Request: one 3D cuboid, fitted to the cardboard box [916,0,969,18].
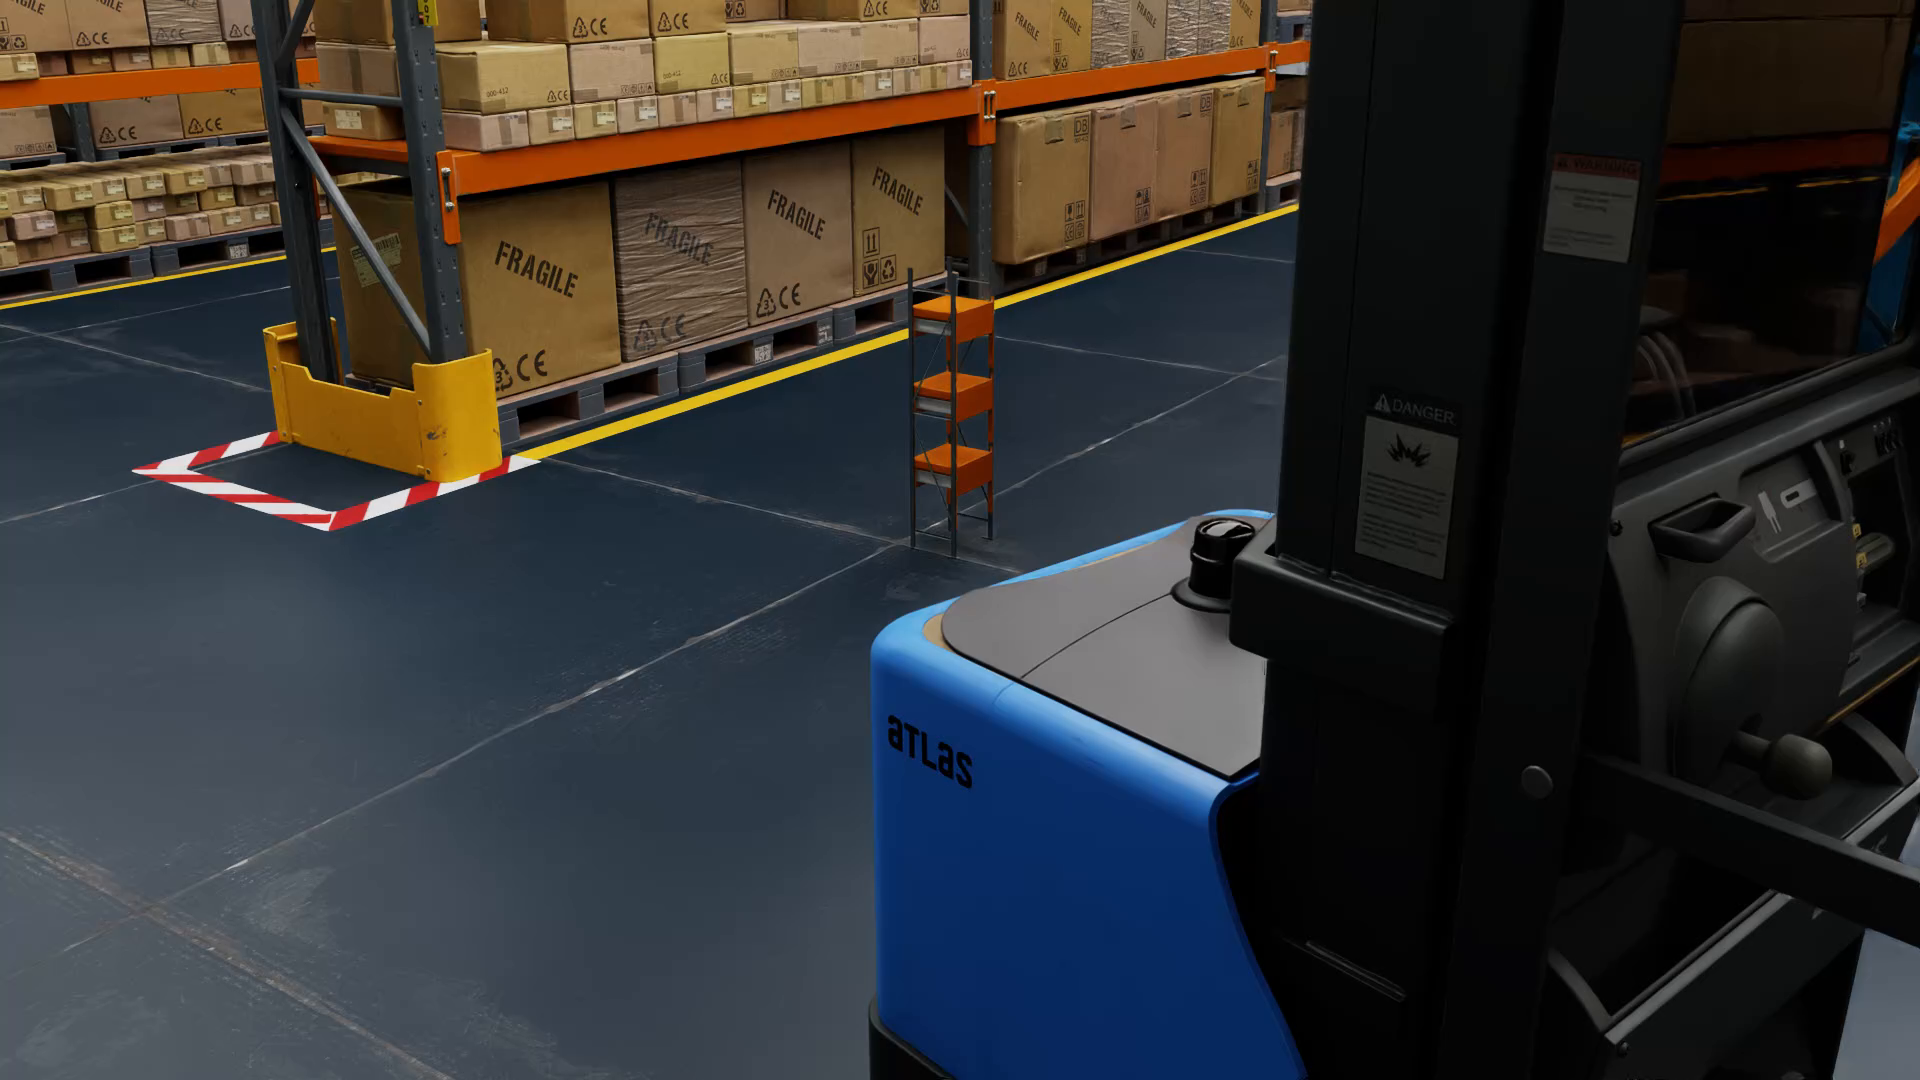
[{"bbox_3d":[-0.293,-3.189,9.269,0.500,0.500,0.500,14,25,33],"label":"cardboard box"}]

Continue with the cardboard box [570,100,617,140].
[{"bbox_3d":[-1.745,-1.872,7.363,0.380,0.149,0.250,13,24,31],"label":"cardboard box"}]

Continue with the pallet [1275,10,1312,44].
[{"bbox_3d":[2.306,-4.235,13.667,1.213,0.211,1.003,13,24,32],"label":"pallet"}]

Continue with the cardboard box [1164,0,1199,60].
[{"bbox_3d":[1.346,-3.665,11.706,0.500,0.500,0.500,12,24,30],"label":"cardboard box"}]

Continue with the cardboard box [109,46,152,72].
[{"bbox_3d":[-5.424,-3.099,10.682,0.380,0.149,0.250,13,24,31],"label":"cardboard box"}]

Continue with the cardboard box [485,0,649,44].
[{"bbox_3d":[-1.730,-2.454,7.282,0.500,0.500,0.500,13,24,31],"label":"cardboard box"}]

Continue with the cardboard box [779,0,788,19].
[{"bbox_3d":[-1.019,-3.146,9.152,0.500,0.500,0.500,13,24,32],"label":"cardboard box"}]

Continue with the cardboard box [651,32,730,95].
[{"bbox_3d":[-1.439,-2.253,7.819,0.500,0.250,0.500,12,24,30],"label":"cardboard box"}]

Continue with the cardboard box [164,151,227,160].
[{"bbox_3d":[-5.394,-2.649,11.748,0.380,0.149,0.250,12,24,30],"label":"cardboard box"}]

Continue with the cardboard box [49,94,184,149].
[{"bbox_3d":[-8.169,-4.279,15.966,0.875,0.875,0.875,14,25,33],"label":"cardboard box"}]

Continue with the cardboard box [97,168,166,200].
[{"bbox_3d":[-5.436,-2.339,10.910,0.380,0.149,0.250,14,25,34],"label":"cardboard box"}]

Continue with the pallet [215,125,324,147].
[{"bbox_3d":[-7.395,-4.165,17.219,1.003,0.211,1.213,13,24,32],"label":"pallet"}]

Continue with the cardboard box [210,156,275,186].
[{"bbox_3d":[-4.958,-2.546,11.471,0.380,0.149,0.250,12,24,30],"label":"cardboard box"}]

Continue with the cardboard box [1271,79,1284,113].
[{"bbox_3d":[2.345,-3.684,13.788,0.500,0.250,0.500,14,25,34],"label":"cardboard box"}]

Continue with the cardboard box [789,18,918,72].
[{"bbox_3d":[-0.575,-2.695,9.013,0.500,0.250,0.500,14,25,33],"label":"cardboard box"}]

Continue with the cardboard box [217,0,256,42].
[{"bbox_3d":[-4.912,-3.650,11.235,0.500,0.500,0.500,13,24,32],"label":"cardboard box"}]

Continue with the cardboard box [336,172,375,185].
[{"bbox_3d":[-4.493,-2.635,12.140,0.380,0.149,0.250,12,24,30],"label":"cardboard box"}]

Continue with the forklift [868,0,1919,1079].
[{"bbox_3d":[1.184,0.046,1.916,1.130,2.935,3.031,-17,26,-38],"label":"forklift"}]

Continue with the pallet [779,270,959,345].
[{"bbox_3d":[-0.747,-1.441,9.858,1.003,0.211,1.213,13,24,32],"label":"pallet"}]

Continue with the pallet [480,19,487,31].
[{"bbox_3d":[-3.751,-4.049,13.165,1.003,0.211,1.213,13,24,32],"label":"pallet"}]

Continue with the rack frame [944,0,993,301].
[{"bbox_3d":[-0.255,-2.952,9.922,1.000,3.000,0.127,13,24,32],"label":"rack frame"}]

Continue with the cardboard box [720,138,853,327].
[{"bbox_3d":[-1.198,-1.721,9.050,0.875,0.875,0.875,13,24,32],"label":"cardboard box"}]

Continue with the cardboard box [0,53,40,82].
[{"bbox_3d":[-5.792,-2.860,10.035,0.380,0.149,0.250,12,24,30],"label":"cardboard box"}]

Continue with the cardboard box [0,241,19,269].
[{"bbox_3d":[-5.990,-1.749,10.172,0.380,0.149,0.250,14,24,33],"label":"cardboard box"}]

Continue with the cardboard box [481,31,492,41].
[{"bbox_3d":[-2.165,-2.210,7.703,0.500,0.250,0.500,13,24,31],"label":"cardboard box"}]

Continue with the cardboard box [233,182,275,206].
[{"bbox_3d":[-5.009,-2.432,11.592,0.380,0.149,0.250,12,23,29],"label":"cardboard box"}]

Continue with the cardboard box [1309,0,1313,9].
[{"bbox_3d":[3.126,-4.663,14.157,0.500,0.250,0.500,12,24,30],"label":"cardboard box"}]

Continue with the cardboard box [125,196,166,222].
[{"bbox_3d":[-5.473,-2.203,10.971,0.380,0.149,0.250,12,23,29],"label":"cardboard box"}]

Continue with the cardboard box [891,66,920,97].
[{"bbox_3d":[-0.445,-2.535,9.158,0.380,0.149,0.250,13,24,31],"label":"cardboard box"}]

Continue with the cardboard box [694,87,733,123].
[{"bbox_3d":[-1.311,-2.094,7.963,0.380,0.149,0.250,13,24,31],"label":"cardboard box"}]

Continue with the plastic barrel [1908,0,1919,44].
[{"bbox_3d":[6.100,-3.390,10.910,0.600,0.536,0.708,13,24,32],"label":"plastic barrel"}]

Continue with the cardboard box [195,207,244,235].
[{"bbox_3d":[-5.131,-2.195,11.379,0.380,0.149,0.250,13,24,32],"label":"cardboard box"}]

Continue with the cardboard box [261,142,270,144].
[{"bbox_3d":[-4.971,-2.879,12.372,0.380,0.149,0.250,13,24,31],"label":"cardboard box"}]

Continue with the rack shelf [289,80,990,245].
[{"bbox_3d":[-1.380,-2.041,8.496,1.077,0.370,4.000,13,24,32],"label":"rack shelf"}]

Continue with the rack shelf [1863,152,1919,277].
[{"bbox_3d":[2.717,-1.075,5.884,1.077,0.370,4.000,13,24,32],"label":"rack shelf"}]

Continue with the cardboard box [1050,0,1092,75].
[{"bbox_3d":[0.492,-3.227,10.520,0.500,0.500,0.500,13,24,32],"label":"cardboard box"}]

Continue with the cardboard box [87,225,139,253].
[{"bbox_3d":[-5.542,-1.964,10.755,0.380,0.149,0.250,14,24,32],"label":"cardboard box"}]

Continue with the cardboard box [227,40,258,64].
[{"bbox_3d":[-5.002,-3.327,11.299,0.380,0.149,0.250,13,24,31],"label":"cardboard box"}]

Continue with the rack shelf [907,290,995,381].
[{"bbox_3d":[-0.030,-0.733,5.947,0.215,0.259,0.240,13,24,32],"label":"rack shelf"}]

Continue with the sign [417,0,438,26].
[{"bbox_3d":[-2.048,-2.138,6.358,0.100,0.325,0.005,13,24,32],"label":"sign"}]

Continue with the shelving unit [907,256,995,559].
[{"bbox_3d":[-0.030,-0.477,6.041,0.215,1.050,0.252,13,24,32],"label":"shelving unit"}]

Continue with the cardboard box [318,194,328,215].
[{"bbox_3d":[-4.798,-2.431,12.017,0.380,0.149,0.250,13,24,31],"label":"cardboard box"}]

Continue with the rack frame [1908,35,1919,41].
[{"bbox_3d":[6.090,-3.134,10.414,1.000,3.000,0.127,13,24,32],"label":"rack frame"}]

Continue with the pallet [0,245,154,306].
[{"bbox_3d":[-6.020,-1.741,10.667,1.003,0.211,1.213,13,24,32],"label":"pallet"}]

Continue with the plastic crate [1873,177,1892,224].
[{"bbox_3d":[2.634,-1.020,4.993,0.250,0.136,0.298,13,24,32],"label":"plastic crate"}]

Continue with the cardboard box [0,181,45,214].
[{"bbox_3d":[-5.918,-2.126,10.336,0.380,0.149,0.250,14,24,33],"label":"cardboard box"}]

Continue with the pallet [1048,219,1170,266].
[{"bbox_3d":[0.801,-2.232,11.995,1.003,0.211,1.213,13,24,32],"label":"pallet"}]

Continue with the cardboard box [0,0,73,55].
[{"bbox_3d":[-5.788,-3.221,10.075,0.500,0.500,0.500,13,24,32],"label":"cardboard box"}]

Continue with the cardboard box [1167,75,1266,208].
[{"bbox_3d":[1.588,-3.106,12.796,1.225,0.875,0.875,12,23,29],"label":"cardboard box"}]

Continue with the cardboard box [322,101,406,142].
[{"bbox_3d":[-2.576,-1.853,7.313,0.380,0.149,0.250,14,24,33],"label":"cardboard box"}]

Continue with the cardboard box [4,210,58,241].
[{"bbox_3d":[-5.842,-1.968,10.337,0.380,0.149,0.250,13,24,32],"label":"cardboard box"}]

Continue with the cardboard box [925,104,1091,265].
[{"bbox_3d":[0.088,-2.340,10.725,1.225,0.875,0.875,13,24,32],"label":"cardboard box"}]

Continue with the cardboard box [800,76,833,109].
[{"bbox_3d":[-0.878,-2.314,8.560,0.380,0.149,0.250,13,24,31],"label":"cardboard box"}]

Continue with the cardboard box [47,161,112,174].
[{"bbox_3d":[-5.929,-2.451,11.213,0.380,0.149,0.250,14,25,34],"label":"cardboard box"}]

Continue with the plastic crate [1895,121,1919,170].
[{"bbox_3d":[3.434,-1.512,6.338,0.437,0.125,0.590,13,24,32],"label":"plastic crate"}]
